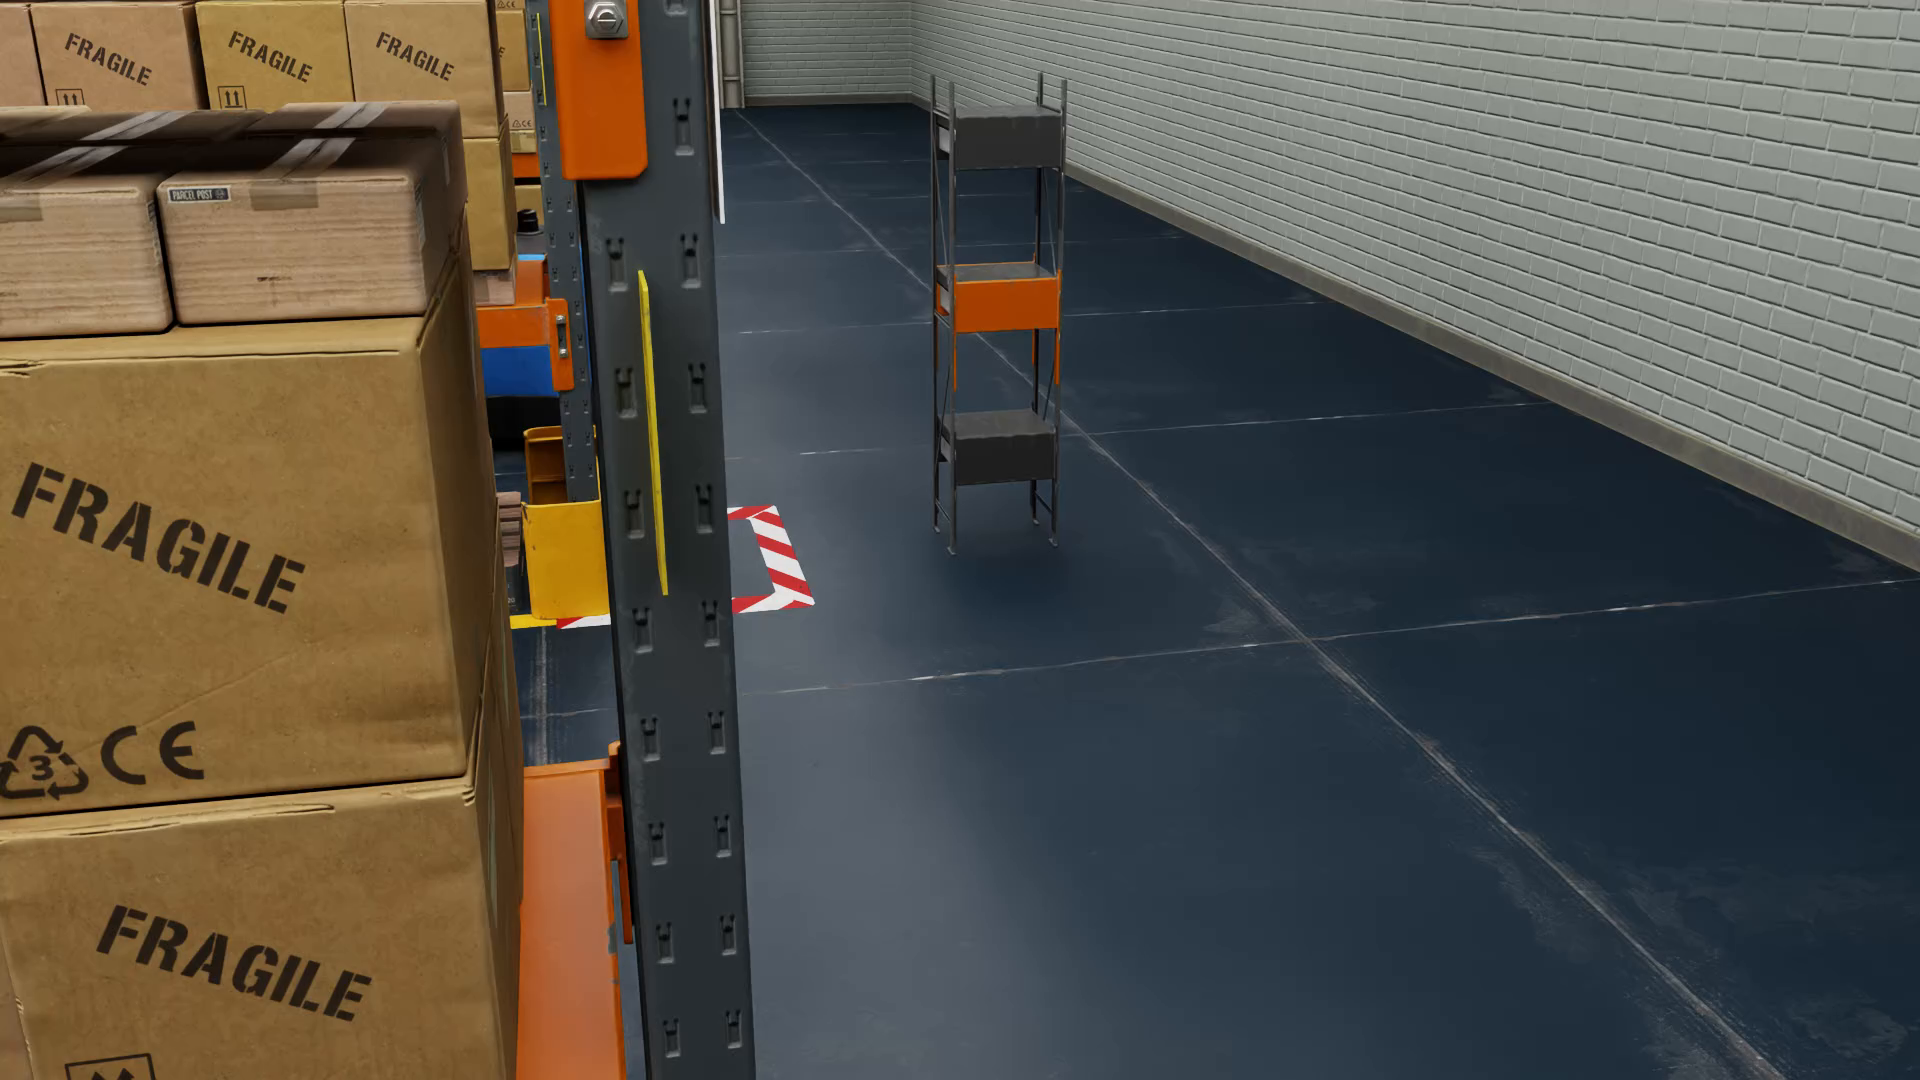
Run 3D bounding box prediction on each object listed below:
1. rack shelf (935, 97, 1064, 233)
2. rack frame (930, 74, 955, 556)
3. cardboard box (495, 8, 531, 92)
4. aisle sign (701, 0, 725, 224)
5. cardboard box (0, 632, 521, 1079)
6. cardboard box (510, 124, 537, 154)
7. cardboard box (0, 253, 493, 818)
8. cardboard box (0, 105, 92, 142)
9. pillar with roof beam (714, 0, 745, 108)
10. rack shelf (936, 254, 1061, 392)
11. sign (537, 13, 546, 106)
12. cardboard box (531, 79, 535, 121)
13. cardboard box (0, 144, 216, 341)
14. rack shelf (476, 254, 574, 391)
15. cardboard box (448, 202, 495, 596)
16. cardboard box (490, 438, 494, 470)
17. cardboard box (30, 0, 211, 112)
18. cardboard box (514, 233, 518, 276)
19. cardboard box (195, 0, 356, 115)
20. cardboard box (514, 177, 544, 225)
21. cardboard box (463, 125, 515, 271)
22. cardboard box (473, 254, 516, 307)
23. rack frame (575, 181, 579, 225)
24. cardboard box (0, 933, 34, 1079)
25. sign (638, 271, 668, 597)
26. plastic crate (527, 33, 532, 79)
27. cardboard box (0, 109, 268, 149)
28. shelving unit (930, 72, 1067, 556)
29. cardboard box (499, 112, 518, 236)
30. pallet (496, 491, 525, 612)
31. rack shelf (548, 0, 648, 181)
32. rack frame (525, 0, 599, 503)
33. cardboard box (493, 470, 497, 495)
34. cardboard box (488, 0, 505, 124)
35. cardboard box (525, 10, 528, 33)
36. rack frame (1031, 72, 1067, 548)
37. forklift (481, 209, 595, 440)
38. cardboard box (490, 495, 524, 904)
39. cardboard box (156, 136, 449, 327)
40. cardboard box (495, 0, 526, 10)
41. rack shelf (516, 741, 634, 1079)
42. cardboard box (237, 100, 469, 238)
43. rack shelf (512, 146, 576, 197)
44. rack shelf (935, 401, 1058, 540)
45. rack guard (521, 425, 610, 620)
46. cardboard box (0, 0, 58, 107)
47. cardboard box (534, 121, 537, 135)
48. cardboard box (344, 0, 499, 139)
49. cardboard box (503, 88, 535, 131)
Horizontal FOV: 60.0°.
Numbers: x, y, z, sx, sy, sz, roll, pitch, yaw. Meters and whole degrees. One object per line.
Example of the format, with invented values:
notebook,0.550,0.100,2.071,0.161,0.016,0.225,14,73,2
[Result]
rack shelf,0.161,-1.644,7.253,0.480,0.518,0.431,-5,21,-12
rack frame,-0.076,-0.980,7.436,0.015,2.100,0.400,-5,21,-12
cardboard box,-3.124,-3.249,11.019,0.500,0.500,0.500,-4,21,-12
aisle sign,-0.288,-0.760,1.749,0.004,0.787,0.394,-5,21,-12
cardboard box,-0.838,0.443,2.100,0.500,0.500,0.500,-5,21,-12
cardboard box,-2.981,-2.698,11.184,0.250,0.149,0.380,-4,21,-11
cardboard box,-0.844,-0.036,1.953,0.500,0.500,0.500,-4,20,-11
cardboard box,-1.357,-0.496,2.266,0.250,0.149,0.380,-4,20,-11
pillar with roof beam,-2.711,-9.808,21.506,0.400,9.000,9.100,-5,21,-12
rack shelf,0.161,-0.986,7.494,0.480,0.518,0.431,-5,21,-12
sign,-1.559,-1.791,6.200,0.005,0.325,0.100,-5,21,-12
cardboard box,-3.239,-3.076,11.637,0.500,0.250,0.500,-5,21,-14
cardboard box,-0.975,-0.335,1.825,0.250,0.149,0.380,-4,21,-11
rack shelf,-3.614,-0.790,6.657,4.000,0.370,1.077,-5,21,-12
cardboard box,-0.962,-0.211,2.431,0.500,0.500,0.500,-5,21,-14
cardboard box,-2.236,-0.329,7.453,0.250,0.149,0.380,-4,20,-10
cardboard box,-3.052,-1.739,6.168,0.500,0.500,0.500,-4,20,-10
cardboard box,-2.058,-1.252,7.238,0.250,0.149,0.380,-5,21,-13
cardboard box,-2.548,-1.783,6.289,0.500,0.500,0.500,-5,21,-14
cardboard box,-3.315,-2.077,11.601,0.875,0.875,0.875,-5,21,-12
cardboard box,-2.045,-1.351,6.564,0.500,0.500,0.500,-4,21,-11
cardboard box,-1.919,-1.048,6.679,0.250,0.149,0.380,-5,21,-12
rack frame,-2.710,-2.954,11.519,0.127,3.000,1.000,-5,21,-12
cardboard box,-1.330,0.477,2.006,0.500,0.500,0.500,-5,21,-14
sign,-0.318,-0.109,1.725,0.005,0.325,0.100,-5,21,-12
plastic crate,-4.133,-4.568,15.786,0.499,0.435,0.616,-5,21,-12
cardboard box,-1.078,-0.478,2.217,0.250,0.149,0.380,-4,21,-11
shelving unit,0.161,-0.999,7.489,0.503,2.100,0.431,-5,21,-12
cardboard box,-2.168,-1.530,7.052,0.500,0.500,0.500,-4,20,-10
pallet,-2.540,0.082,7.285,1.213,0.211,1.003,-5,21,-12
rack shelf,-2.376,-0.550,1.639,4.000,0.370,1.077,-5,21,-12
rack frame,-1.667,-1.286,6.965,0.127,3.000,1.000,-5,21,-12
cardboard box,-2.251,-0.210,7.562,0.250,0.149,0.380,-4,21,-11
cardboard box,-2.165,-1.996,6.870,0.500,0.500,0.500,-5,21,-13
cardboard box,-5.359,-6.191,20.209,0.500,0.500,0.500,-4,20,-11
rack frame,0.399,-1.018,7.542,0.015,2.100,0.400,-5,21,-12
forklift,-3.516,-2.083,9.239,3.031,2.935,1.130,2,20,5
cardboard box,-0.963,0.258,2.605,0.500,0.500,0.500,-5,21,-13
cardboard box,-0.733,-0.363,1.902,0.250,0.149,0.380,-4,21,-12
cardboard box,-5.356,-6.660,20.036,0.500,0.500,0.500,-5,21,-13
rack shelf,-2.376,0.859,2.155,4.000,0.370,1.077,-5,21,-12
cardboard box,-0.839,-0.523,2.339,0.250,0.149,0.380,-4,21,-11
rack shelf,-4.657,-2.458,11.211,4.000,0.370,1.077,-5,21,-12
rack shelf,0.161,-0.329,7.735,0.480,0.518,0.431,-5,21,-12
rack guard,-1.741,-0.106,7.378,0.348,0.500,1.175,-5,21,-12
cardboard box,-3.566,-1.696,6.051,0.500,0.500,0.500,-5,21,-14
cardboard box,-3.132,-2.919,11.787,0.250,0.149,0.380,-4,21,-12
cardboard box,-2.055,-1.823,6.398,0.500,0.500,0.500,-5,21,-14
cardboard box,-3.121,-2.897,11.147,0.500,0.250,0.500,-5,21,-13
